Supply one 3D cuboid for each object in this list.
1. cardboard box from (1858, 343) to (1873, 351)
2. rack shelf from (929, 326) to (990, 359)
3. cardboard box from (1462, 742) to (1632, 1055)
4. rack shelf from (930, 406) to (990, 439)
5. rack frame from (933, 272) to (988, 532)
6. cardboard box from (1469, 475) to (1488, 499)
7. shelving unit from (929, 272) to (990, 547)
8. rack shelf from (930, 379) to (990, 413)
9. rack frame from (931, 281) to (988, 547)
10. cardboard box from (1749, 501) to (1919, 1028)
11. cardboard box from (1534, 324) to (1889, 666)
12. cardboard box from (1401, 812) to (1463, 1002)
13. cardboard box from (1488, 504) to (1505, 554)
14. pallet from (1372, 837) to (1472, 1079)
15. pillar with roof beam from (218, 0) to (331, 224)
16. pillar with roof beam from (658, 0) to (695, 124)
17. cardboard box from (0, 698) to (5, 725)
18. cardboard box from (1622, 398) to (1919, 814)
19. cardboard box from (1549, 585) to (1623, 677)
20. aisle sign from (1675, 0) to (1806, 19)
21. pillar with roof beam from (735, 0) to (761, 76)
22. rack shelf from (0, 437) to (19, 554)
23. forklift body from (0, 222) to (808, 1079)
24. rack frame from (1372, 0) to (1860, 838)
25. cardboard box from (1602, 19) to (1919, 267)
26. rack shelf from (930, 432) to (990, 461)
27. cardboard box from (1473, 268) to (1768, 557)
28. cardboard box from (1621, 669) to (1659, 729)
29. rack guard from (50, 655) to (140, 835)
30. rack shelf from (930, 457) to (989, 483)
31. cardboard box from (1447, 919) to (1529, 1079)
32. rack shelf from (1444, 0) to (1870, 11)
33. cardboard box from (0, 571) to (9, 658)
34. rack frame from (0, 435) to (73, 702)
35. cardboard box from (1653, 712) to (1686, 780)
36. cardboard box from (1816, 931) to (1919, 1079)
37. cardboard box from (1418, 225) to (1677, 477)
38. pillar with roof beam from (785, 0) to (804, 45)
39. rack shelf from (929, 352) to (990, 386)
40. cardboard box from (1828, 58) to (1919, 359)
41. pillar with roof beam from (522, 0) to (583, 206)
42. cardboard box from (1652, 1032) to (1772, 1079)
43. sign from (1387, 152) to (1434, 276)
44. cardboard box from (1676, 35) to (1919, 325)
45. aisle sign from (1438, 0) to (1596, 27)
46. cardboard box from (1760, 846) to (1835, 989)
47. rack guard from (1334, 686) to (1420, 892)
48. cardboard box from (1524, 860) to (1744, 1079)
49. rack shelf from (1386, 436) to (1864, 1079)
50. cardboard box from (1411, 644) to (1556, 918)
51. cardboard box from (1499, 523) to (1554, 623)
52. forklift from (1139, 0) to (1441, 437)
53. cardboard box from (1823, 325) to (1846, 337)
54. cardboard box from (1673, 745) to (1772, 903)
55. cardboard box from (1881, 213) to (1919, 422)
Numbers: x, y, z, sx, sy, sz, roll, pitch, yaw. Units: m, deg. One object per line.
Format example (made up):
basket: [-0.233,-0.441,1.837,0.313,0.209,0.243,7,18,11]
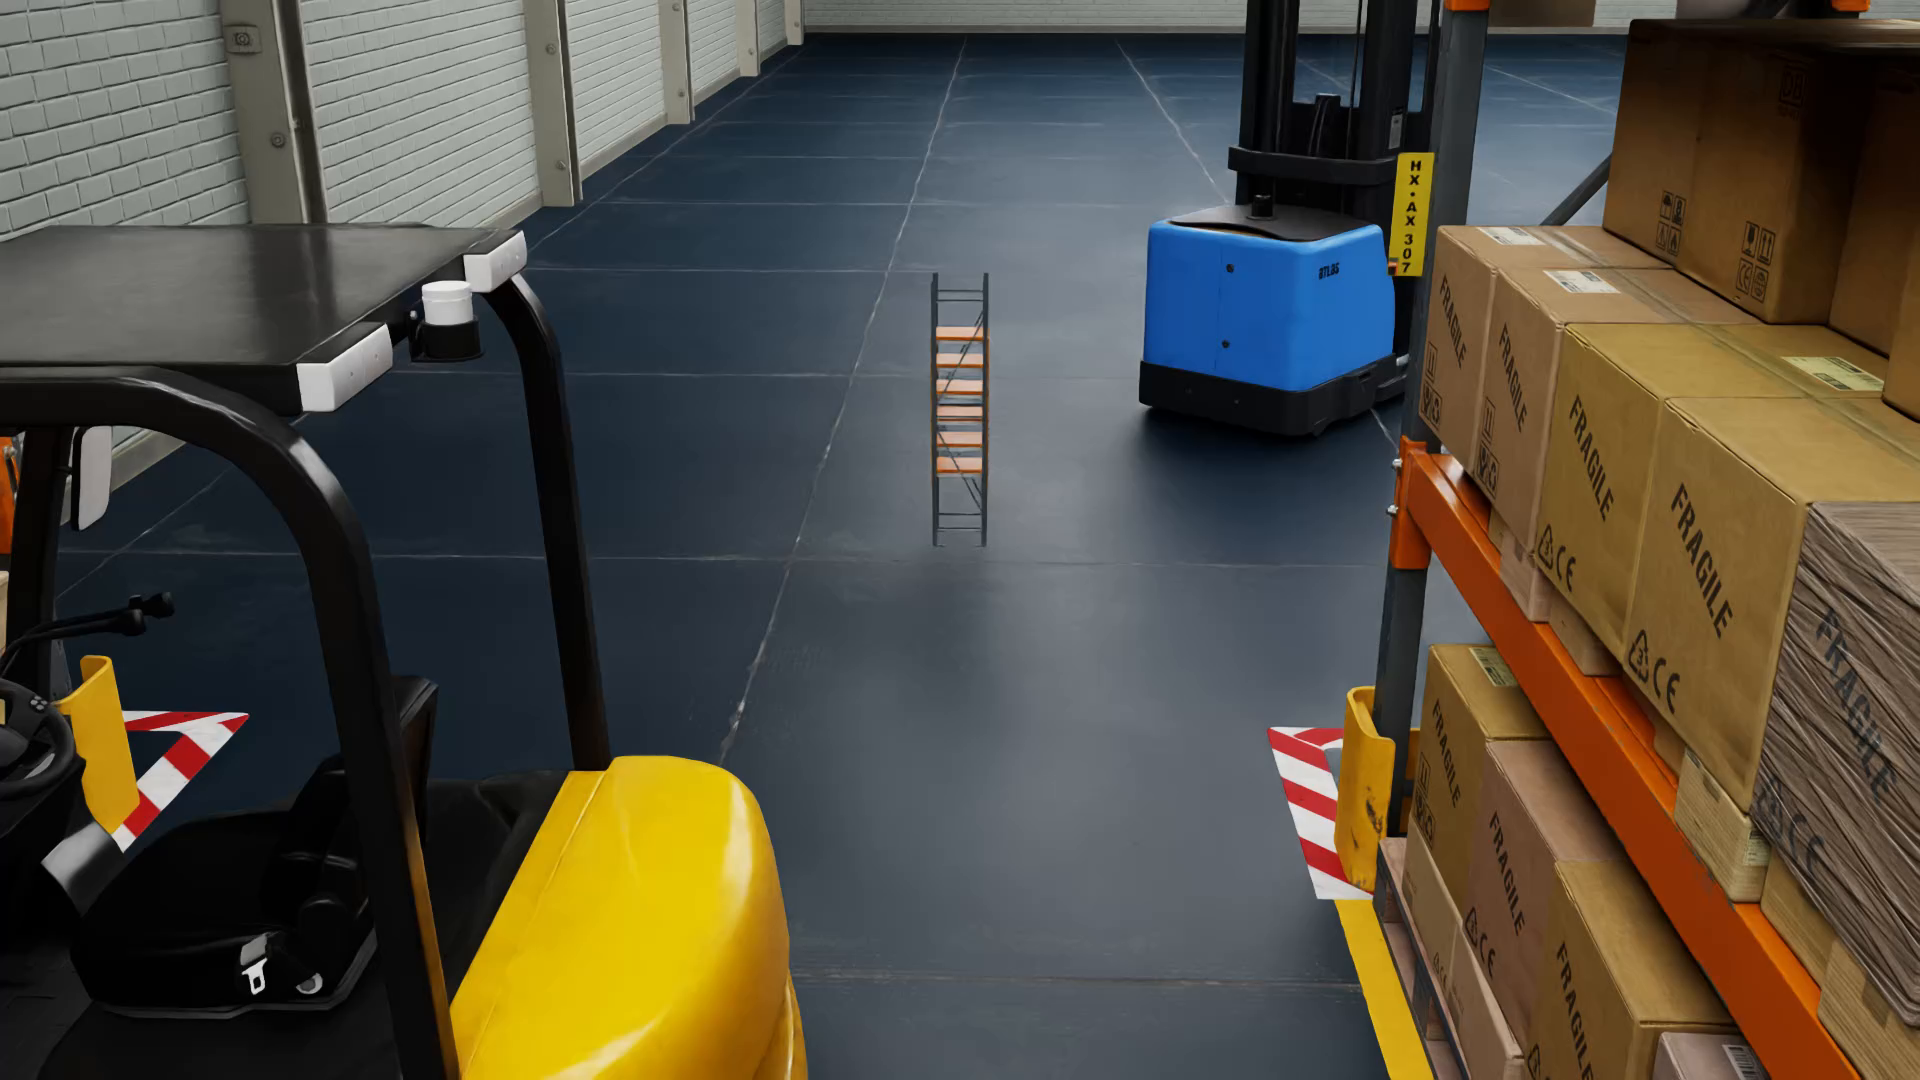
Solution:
cardboard box: [1.959,-0.075,3.027,0.500,0.500,0.500,1,21,1]
rack shelf: [0.000,-0.859,7.211,0.258,0.103,0.180,1,21,2]
cardboard box: [1.426,0.772,3.577,0.500,0.500,0.500,0,21,0]
rack shelf: [0.000,-0.523,7.341,0.258,0.103,0.180,1,21,2]
rack frame: [0.003,-0.598,7.411,0.240,1.200,0.006,1,21,2]
cardboard box: [1.521,-0.213,4.280,0.380,0.149,0.250,1,21,2]
shelving unit: [0.000,-0.565,7.325,0.258,1.200,0.189,1,21,2]
rack shelf: [0.000,-0.635,7.298,0.258,0.103,0.180,1,21,2]
rack frame: [-0.002,-0.532,7.240,0.240,1.200,0.006,1,21,2]
cardboard box: [1.402,0.273,2.130,0.500,0.500,0.500,1,21,3]
cardboard box: [1.420,-0.097,3.082,0.500,0.500,0.500,0,21,1]
cardboard box: [1.437,0.924,4.223,0.500,0.250,0.500,0,21,1]
cardboard box: [1.439,-0.027,3.799,0.380,0.149,0.250,0,21,0]
pallet: [1.676,1.170,4.222,1.003,0.211,1.213,1,21,2]
pillar with roof beam: [0.340,-5.181,8.443,9.100,9.000,0.400,1,21,2]
pillar with roof beam: [0.705,-9.520,19.625,9.100,9.000,0.400,1,21,2]
cardboard box: [-2.925,0.528,4.551,0.500,0.250,0.500,0,21,1]
cardboard box: [1.413,0.087,2.608,0.500,0.500,0.500,0,21,1]
cardboard box: [1.411,0.158,3.322,0.380,0.149,0.250,1,21,3]
aisle sign: [2.030,-1.682,4.124,0.394,0.787,0.004,1,21,2]
pillar with roof beam: [0.888,-11.690,25.216,9.100,9.000,0.400,1,21,2]
rack shelf: [-3.284,0.554,2.949,1.077,0.370,4.000,1,21,2]
forklift body: [-1.457,0.597,3.017,2.313,2.155,1.214,1,21,2]
rack frame: [1.738,-0.451,4.545,1.000,3.000,0.127,1,21,2]
cardboard box: [1.941,-0.915,3.810,0.700,0.500,0.500,0,21,0]
rack shelf: [0.000,-0.411,7.385,0.258,0.103,0.180,1,21,2]
cardboard box: [1.434,-0.281,3.557,0.500,0.500,0.500,1,21,3]
cardboard box: [1.463,0.254,3.074,0.380,0.149,0.250,1,21,3]
rack guard: [-3.222,0.652,5.157,1.175,0.500,0.348,1,21,2]
rack shelf: [0.000,-0.299,7.428,0.258,0.103,0.180,1,21,2]
cardboard box: [1.414,1.108,3.747,0.500,0.250,0.500,1,21,4]
rack shelf: [1.678,-0.791,2.269,1.077,0.370,4.000,1,21,2]
cardboard box: [-2.925,0.285,4.485,0.500,0.250,0.500,1,21,3]
rack frame: [-3.223,-0.504,4.682,1.000,3.000,0.127,1,21,2]
cardboard box: [1.425,0.349,2.829,0.380,0.149,0.250,0,21,0]
cardboard box: [1.350,0.625,2.118,0.380,0.149,0.250,0,21,1]
cardboard box: [1.447,-0.468,4.040,0.500,0.500,0.500,0,21,1]
pillar with roof beam: [1.070,-13.859,30.807,9.100,9.000,0.400,1,21,2]
rack shelf: [0.000,-0.747,7.255,0.258,0.103,0.180,1,21,2]
cardboard box: [2.006,-0.547,2.860,0.700,0.500,0.500,0,21,1]
pillar with roof beam: [0.523,-7.351,14.034,9.100,9.000,0.400,1,21,2]
cardboard box: [1.395,1.146,2.612,0.500,0.500,0.500,2,21,4]
sign: [1.196,-0.861,4.404,0.100,0.325,0.005,1,21,2]
cardboard box: [1.918,-0.733,3.339,0.700,0.500,0.500,1,21,2]
aisle sign: [1.430,-1.689,4.141,0.394,0.787,0.004,1,21,2]
cardboard box: [1.387,0.533,2.356,0.380,0.149,0.250,0,21,1]
rack guard: [1.736,0.742,4.926,1.175,0.500,0.348,1,21,2]
cardboard box: [1.402,0.953,3.110,0.500,0.500,0.500,1,21,3]
rack shelf: [1.678,0.607,2.811,1.077,0.370,4.000,1,21,2]
cardboard box: [1.437,0.583,4.065,0.500,0.500,0.500,0,21,0]
cardboard box: [1.385,0.064,3.564,0.380,0.149,0.250,1,21,2]
forklift: [2.337,-2.372,9.589,1.130,2.935,3.031,17,27,37]
cardboard box: [1.977,-0.256,3.493,0.500,0.500,0.500,1,21,2]
cardboard box: [1.359,0.440,2.596,0.380,0.149,0.250,1,21,2]
cardboard box: [1.852,-0.368,2.399,0.700,0.500,0.500,1,21,1]
